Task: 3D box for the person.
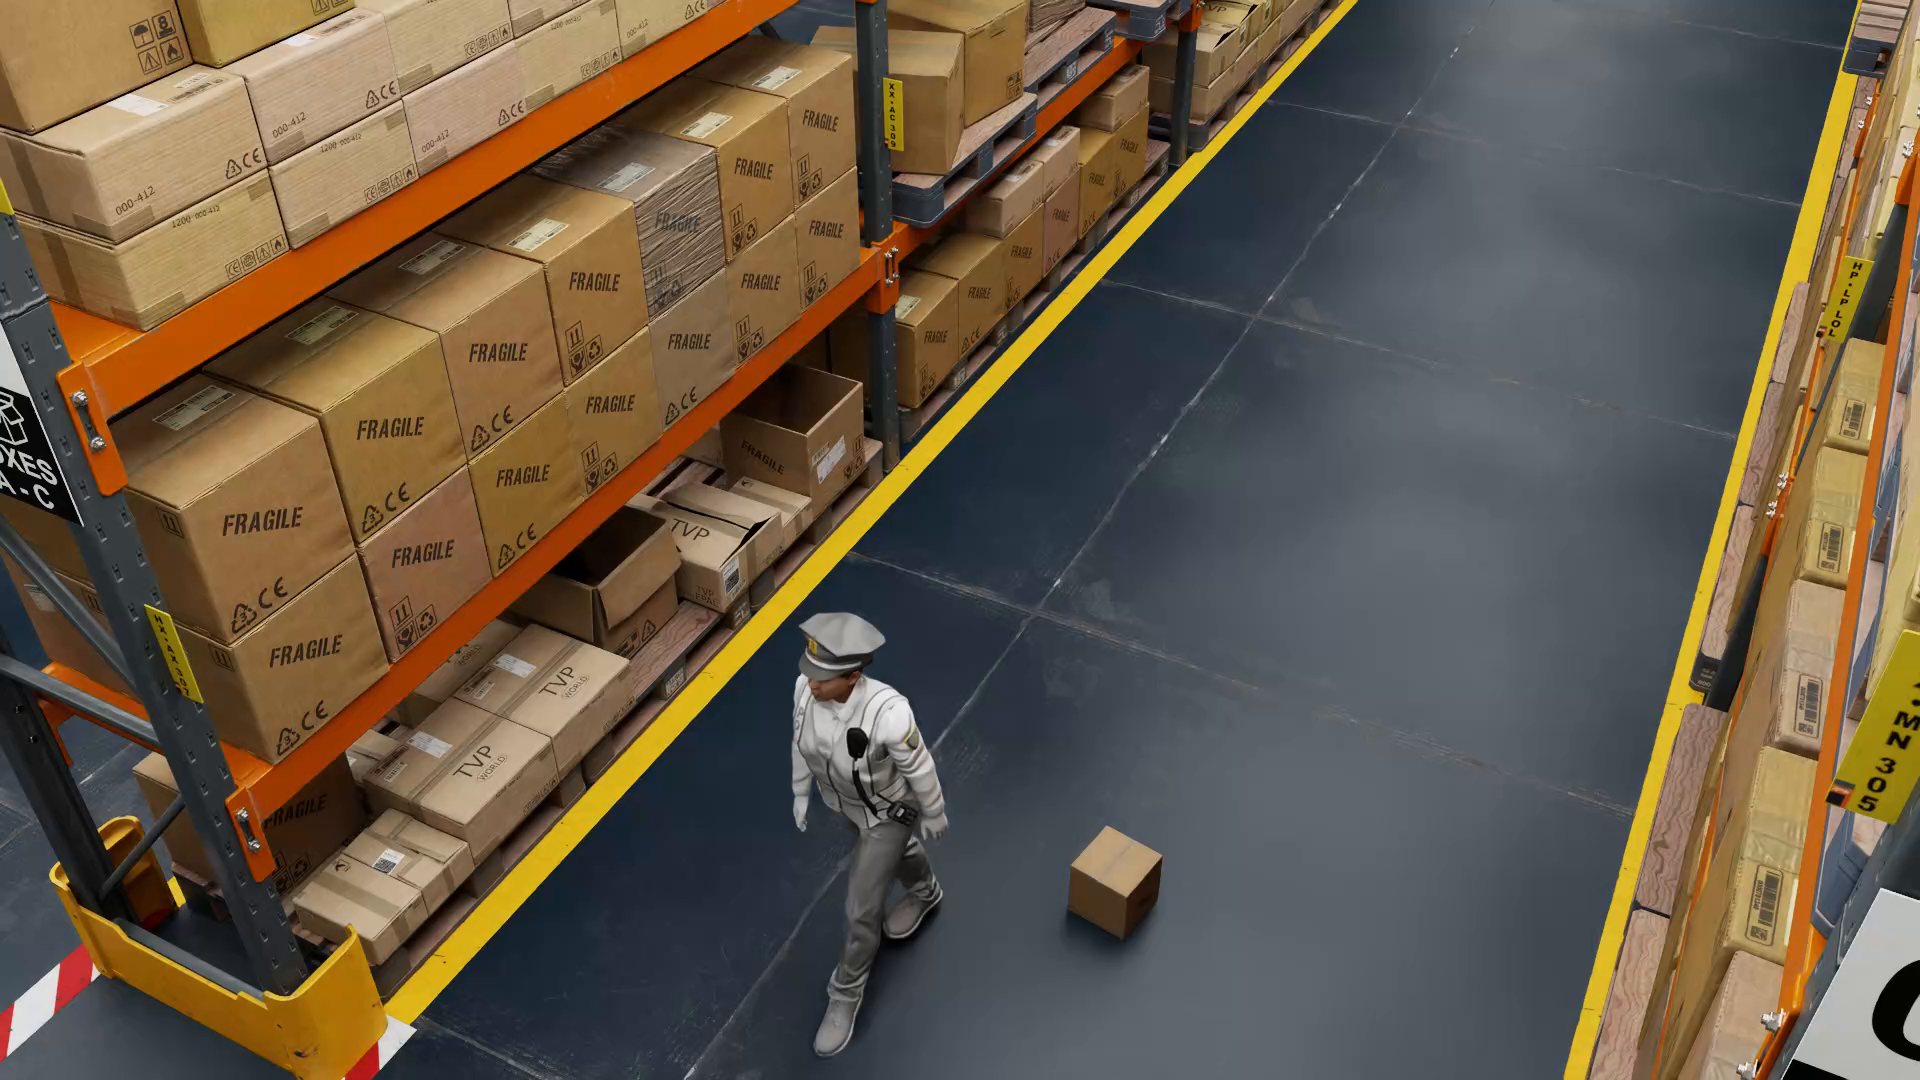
[{"bbox_3d":[-0.348,0.896,5.599,0.513,1.672,0.795,29,47,32],"label":"person"}]
